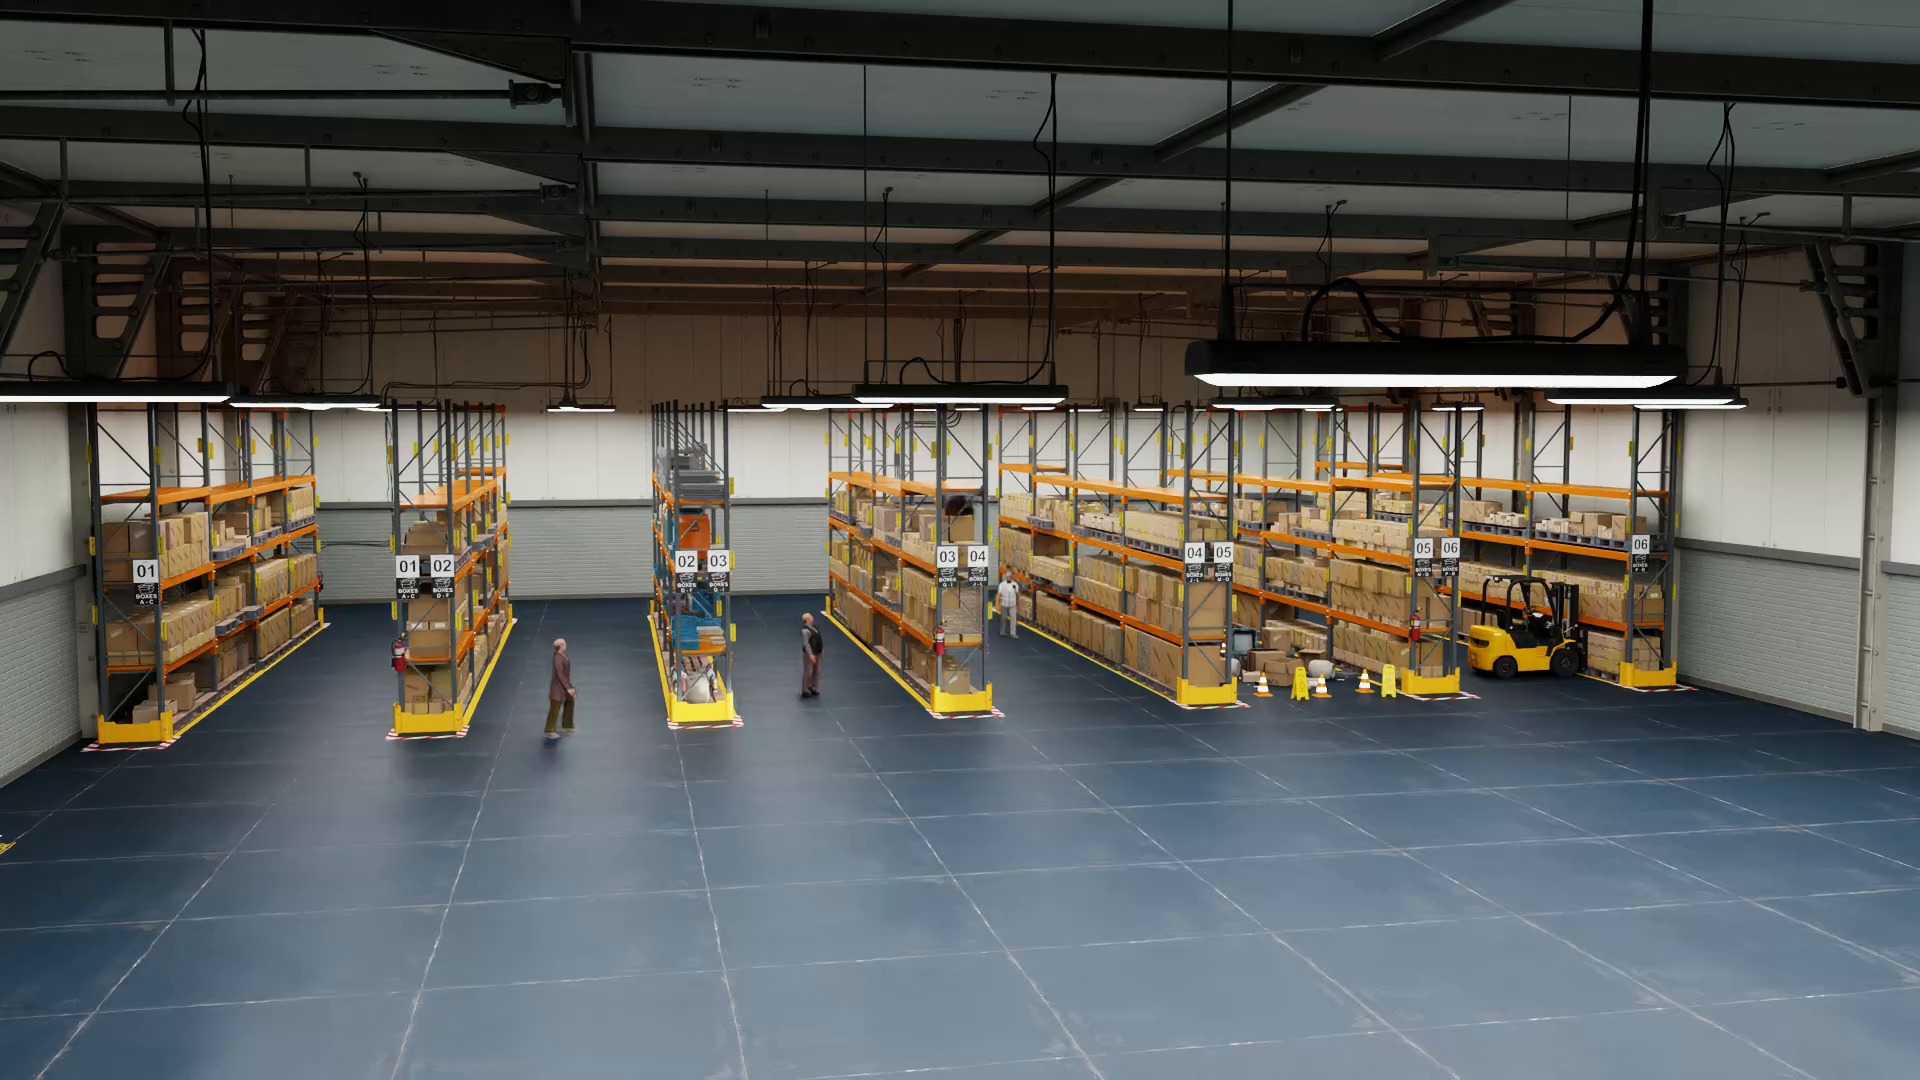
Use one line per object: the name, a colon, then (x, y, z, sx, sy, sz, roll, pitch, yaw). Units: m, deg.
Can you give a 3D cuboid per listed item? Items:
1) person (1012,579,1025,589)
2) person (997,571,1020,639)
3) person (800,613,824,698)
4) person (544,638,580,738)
person: (1.738, 1.013, 51.612, 0.519, 1.627, 0.992, 2, 5, 28)
person: (1.262, 1.652, 42.556, 0.615, 1.731, 1.032, -1, 4, -7)
person: (-2.996, 2.328, 33.782, 0.418, 1.716, 0.601, 3, 5, 33)
person: (-7.074, 2.672, 29.563, 0.614, 1.727, 0.701, 0, 4, 0)
